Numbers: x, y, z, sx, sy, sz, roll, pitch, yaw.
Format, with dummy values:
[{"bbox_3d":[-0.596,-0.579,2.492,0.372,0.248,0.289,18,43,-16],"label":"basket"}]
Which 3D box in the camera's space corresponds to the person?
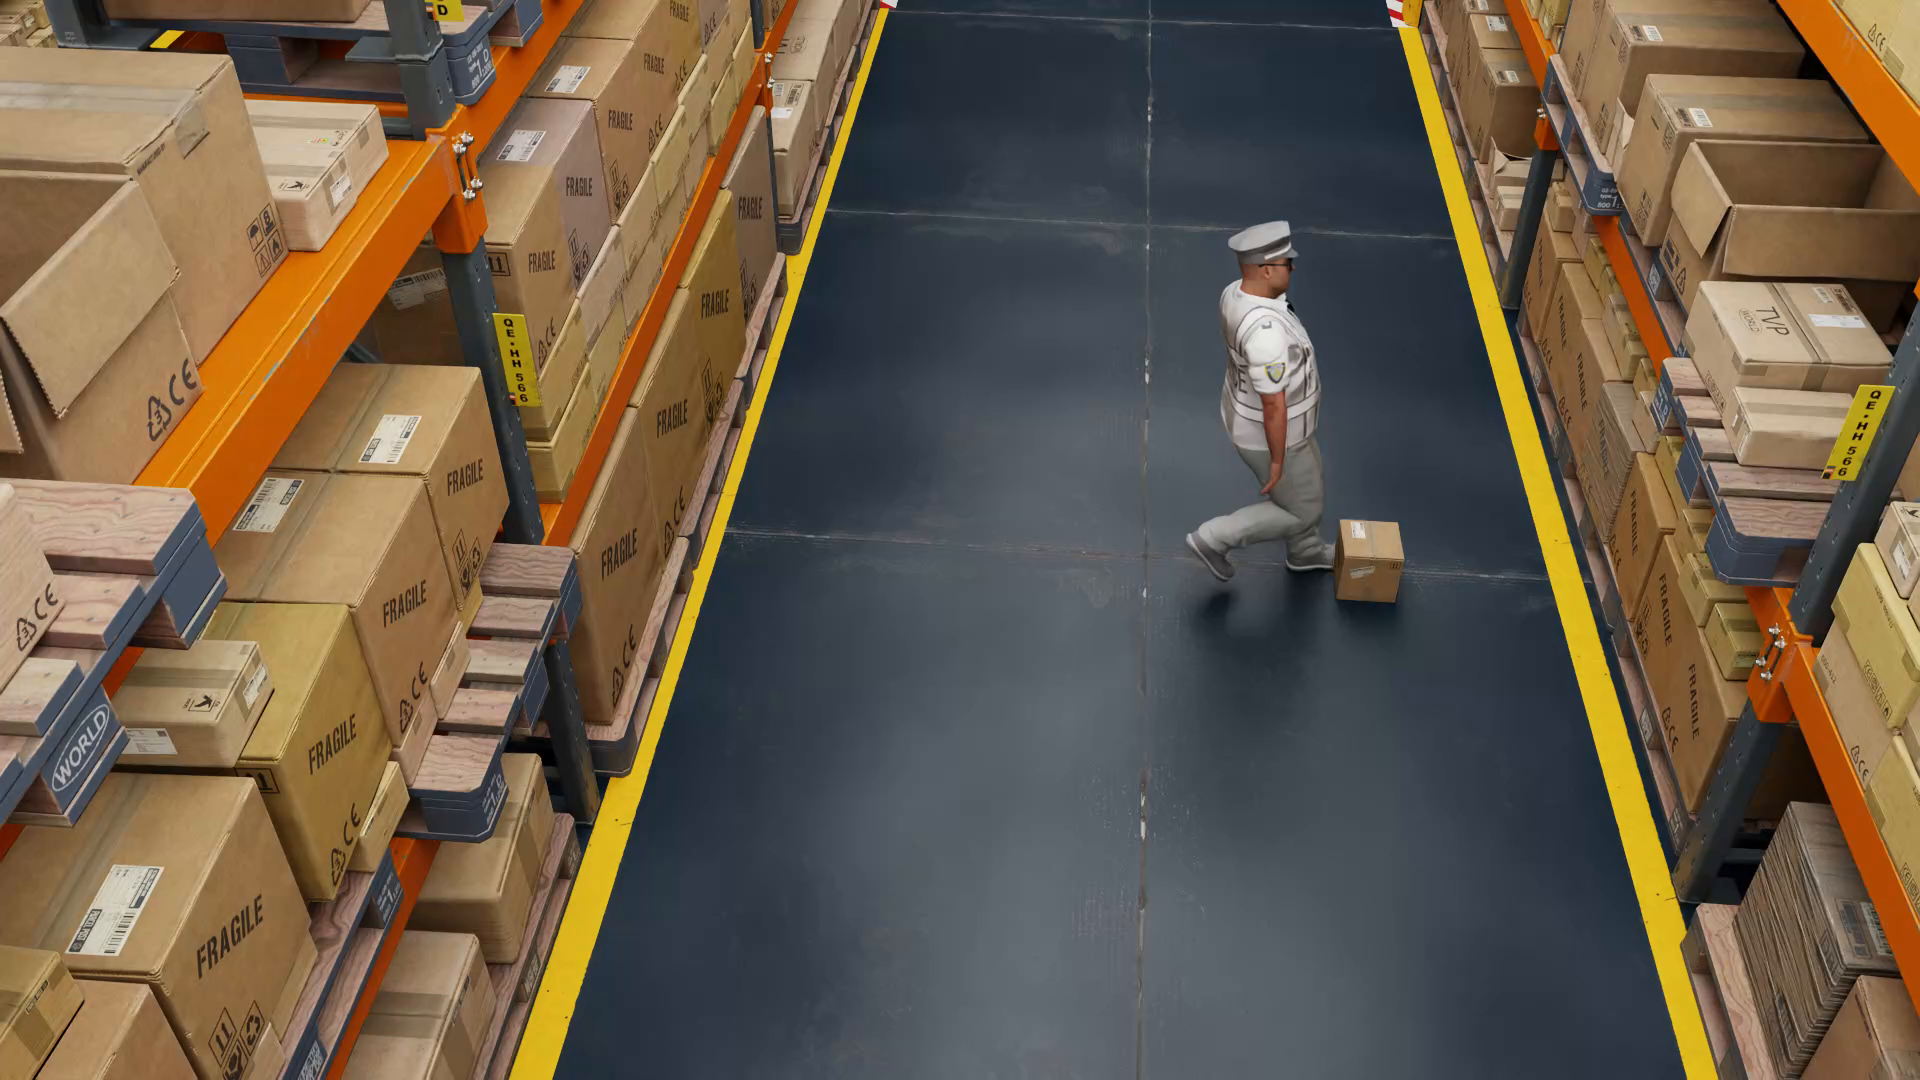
[{"bbox_3d":[1.365,-0.502,6.781,0.822,1.696,0.595,-2,40,-3],"label":"person"}]
